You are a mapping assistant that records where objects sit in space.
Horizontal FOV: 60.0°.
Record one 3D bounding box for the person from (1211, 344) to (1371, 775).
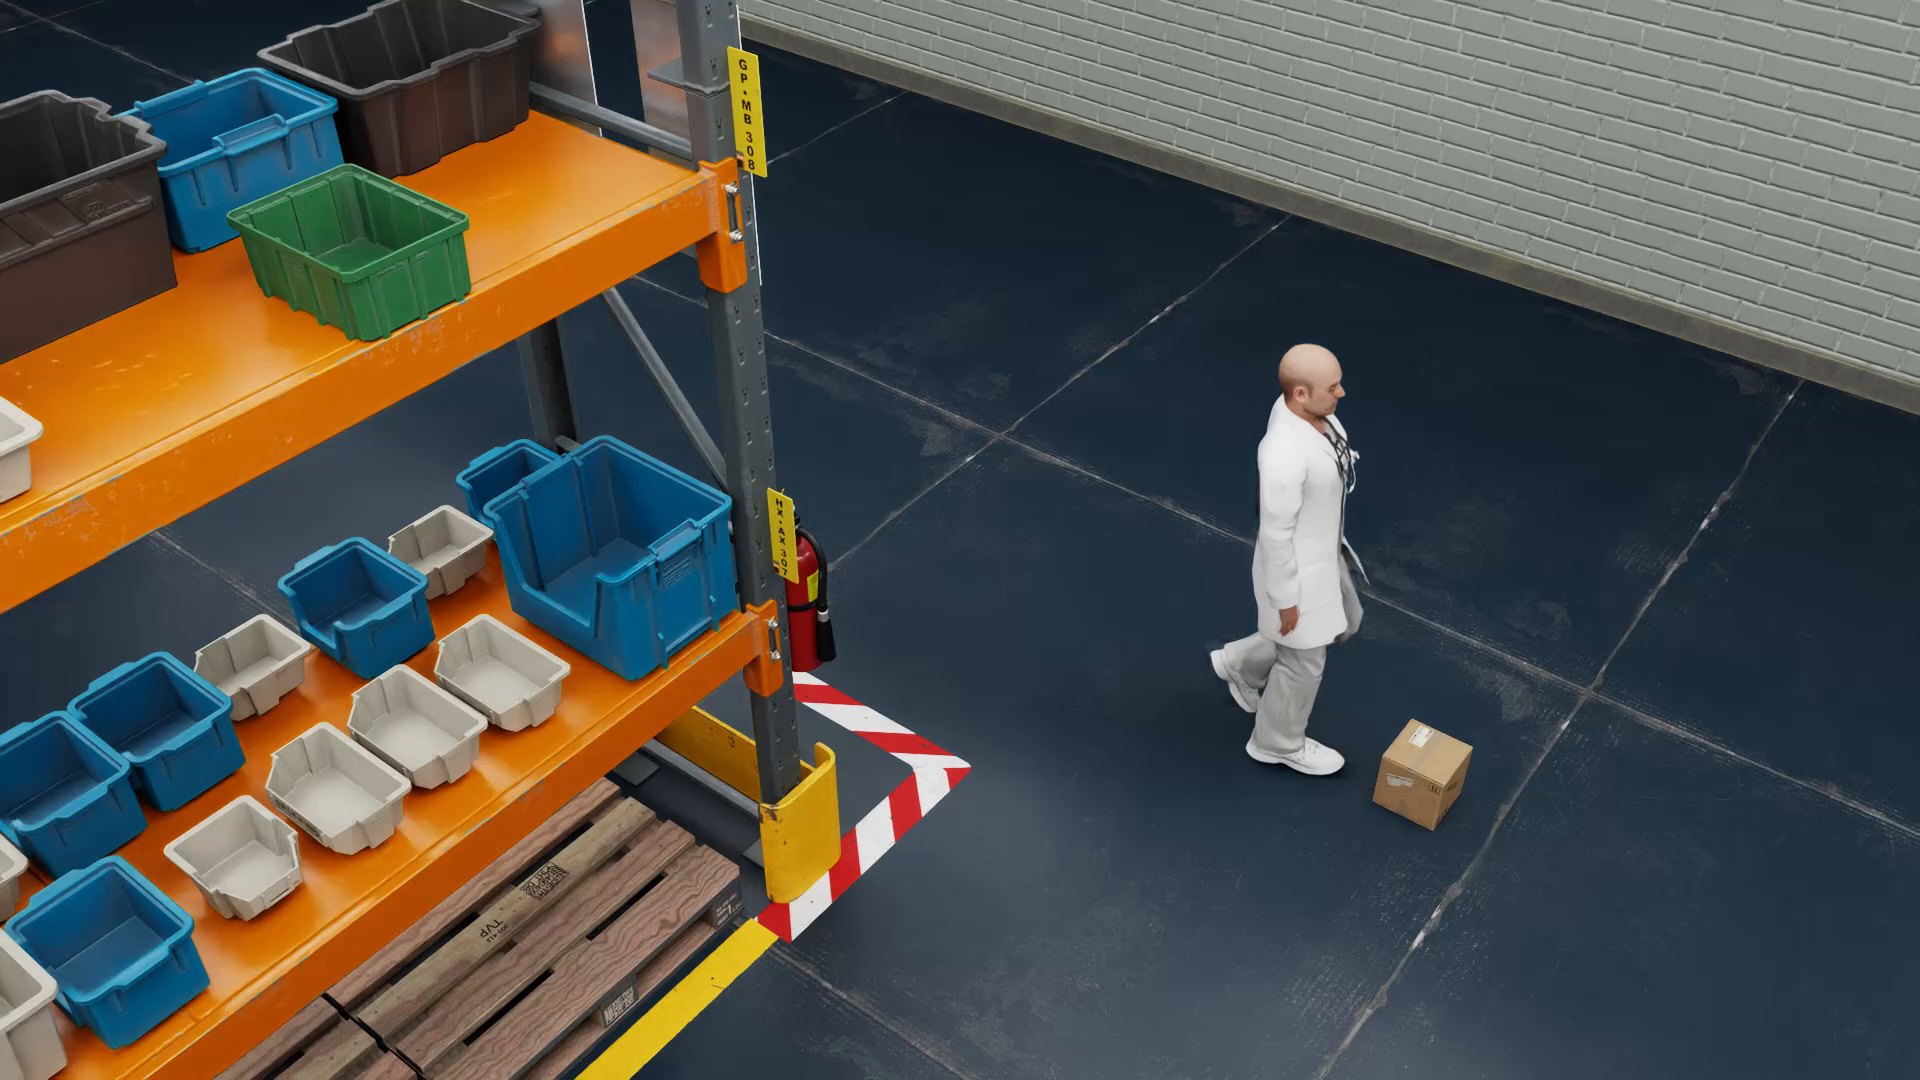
[{"bbox_3d":[1.241,0.082,6.042,0.578,1.775,0.606,12,40,14],"label":"person"}]
